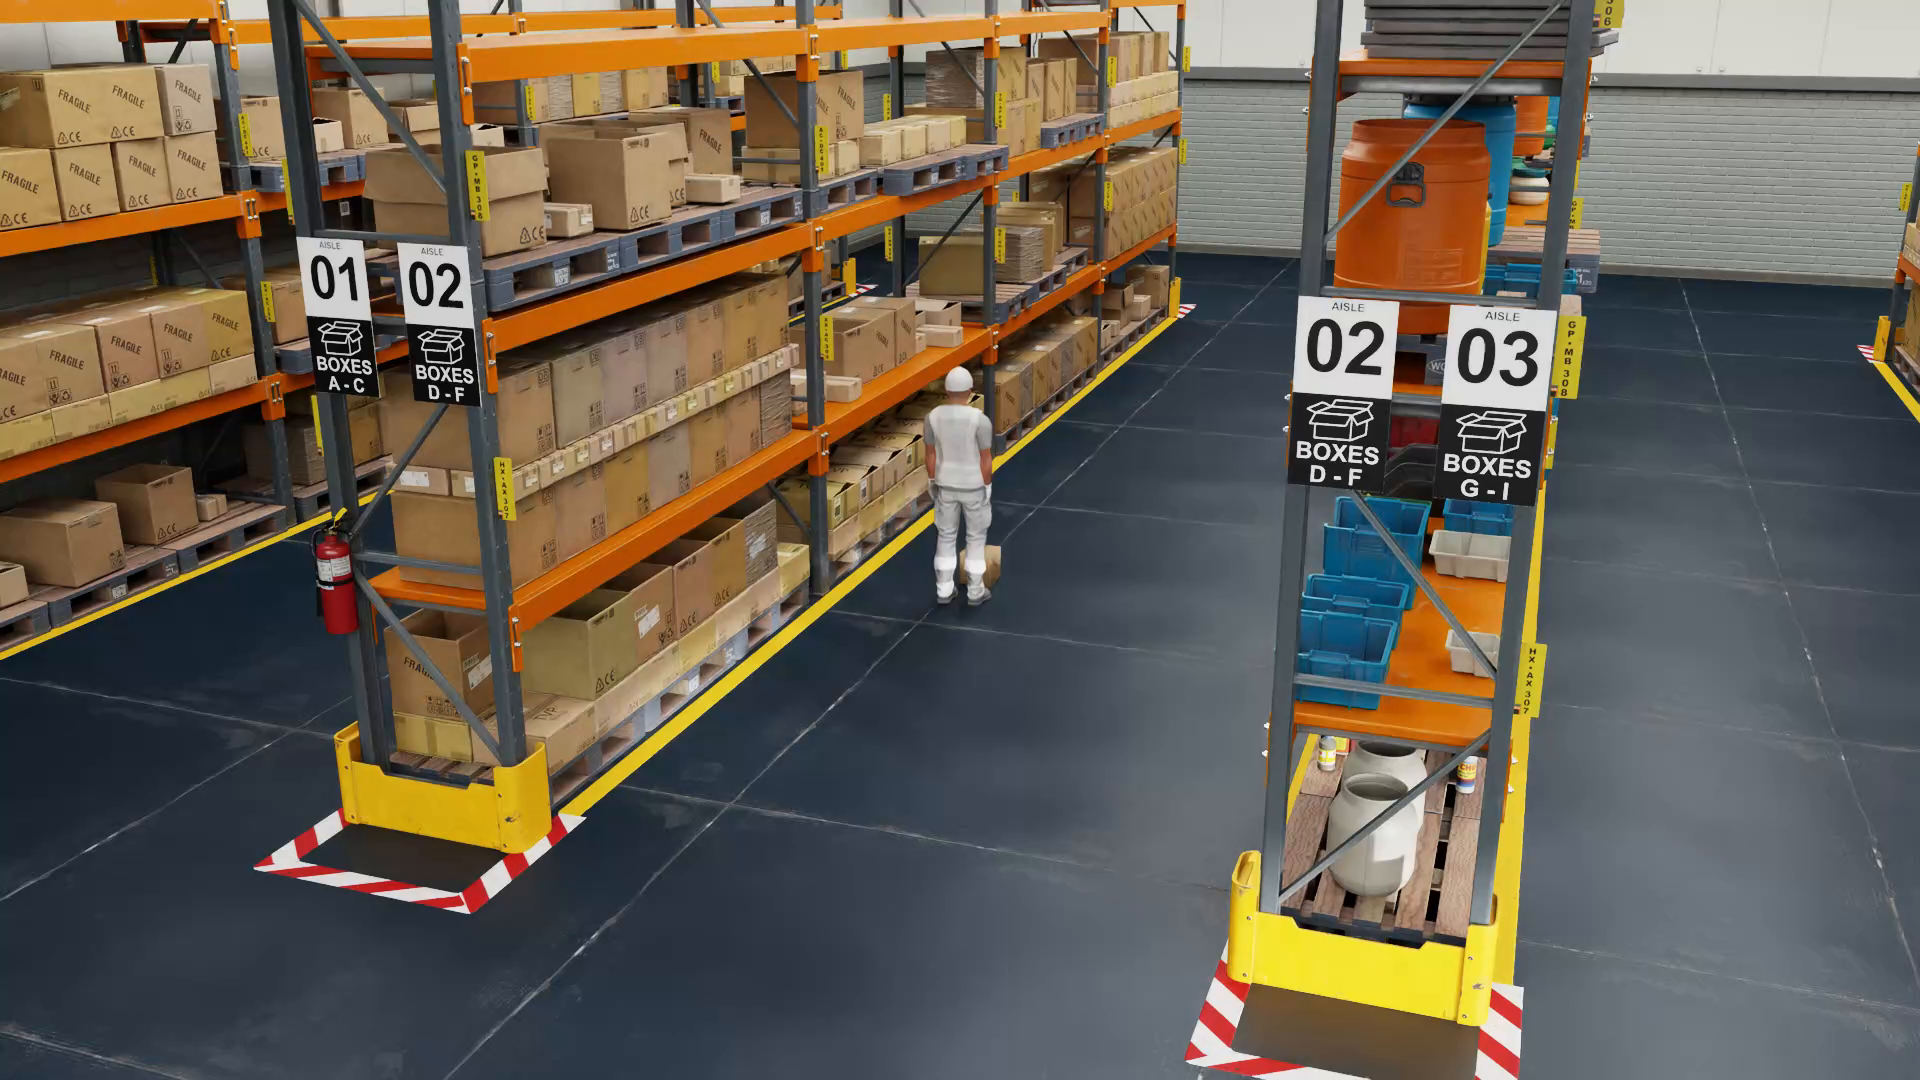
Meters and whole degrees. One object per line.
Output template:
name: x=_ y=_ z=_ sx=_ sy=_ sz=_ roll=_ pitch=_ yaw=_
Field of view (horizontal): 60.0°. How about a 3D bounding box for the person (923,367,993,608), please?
person: x=0.002 y=-0.397 z=12.211 sx=0.524 sy=1.787 sz=0.353 roll=6 pitch=20 yaw=19
